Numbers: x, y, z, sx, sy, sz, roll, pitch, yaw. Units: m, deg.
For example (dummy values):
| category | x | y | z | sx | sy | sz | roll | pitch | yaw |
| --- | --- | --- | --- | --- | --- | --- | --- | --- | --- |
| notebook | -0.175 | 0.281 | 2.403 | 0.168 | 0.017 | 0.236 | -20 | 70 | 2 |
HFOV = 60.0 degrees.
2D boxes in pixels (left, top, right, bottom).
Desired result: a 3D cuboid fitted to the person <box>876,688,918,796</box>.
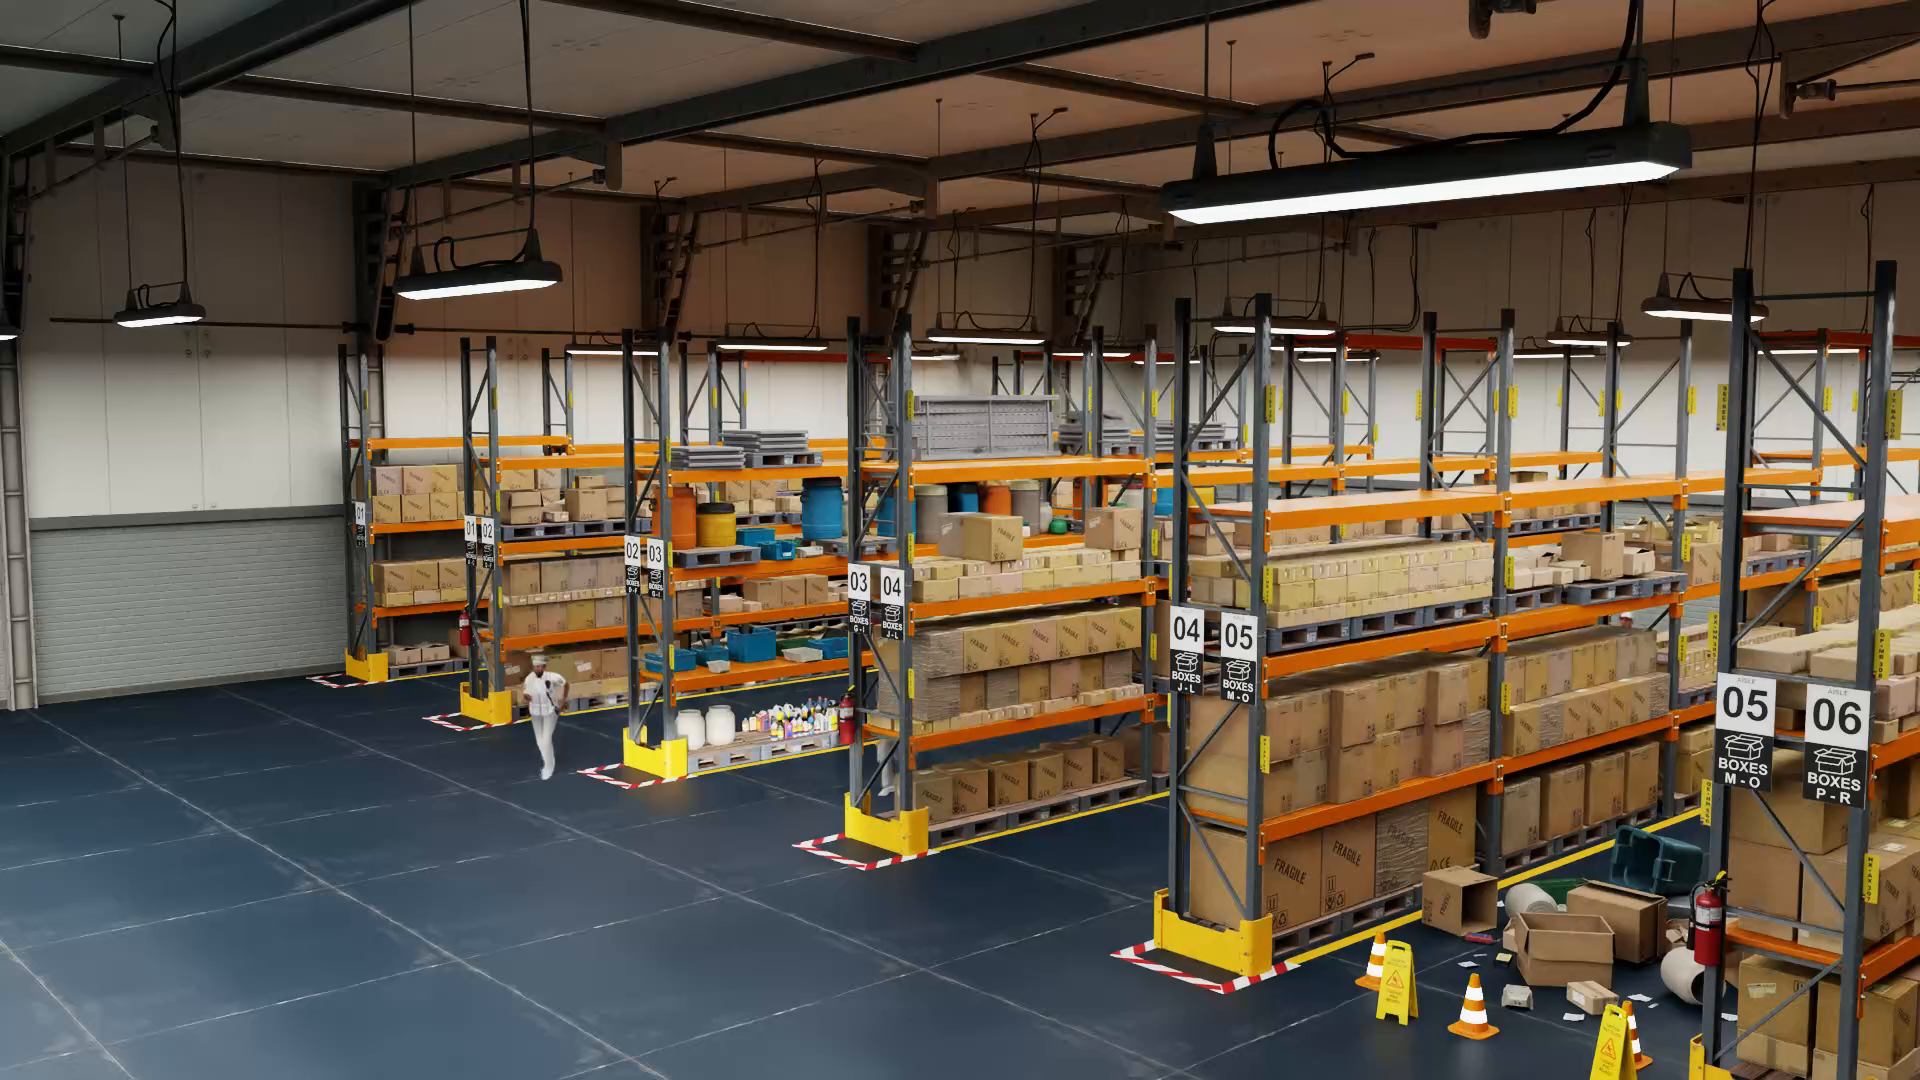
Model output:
| category | x | y | z | sx | sy | sz | roll | pitch | yaw |
| --- | --- | --- | --- | --- | --- | --- | --- | --- | --- |
| person | -0.830 | 2.443 | 21.588 | 0.569 | 1.656 | 0.896 | 3 | 6 | 30 |

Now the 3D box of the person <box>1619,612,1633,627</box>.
| category | x | y | z | sx | sy | sz | roll | pitch | yaw |
| --- | --- | --- | --- | --- | --- | --- | --- | --- | --- |
| person | 10.272 | 1.980 | 25.715 | 0.648 | 1.759 | 0.640 | 5 | 7 | 44 |

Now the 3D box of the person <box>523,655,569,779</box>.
| category | x | y | z | sx | sy | sz | roll | pitch | yaw |
| --- | --- | --- | --- | --- | --- | --- | --- | --- | --- |
| person | -5.536 | 2.372 | 22.203 | 0.566 | 1.739 | 0.759 | 1 | 5 | 8 |
